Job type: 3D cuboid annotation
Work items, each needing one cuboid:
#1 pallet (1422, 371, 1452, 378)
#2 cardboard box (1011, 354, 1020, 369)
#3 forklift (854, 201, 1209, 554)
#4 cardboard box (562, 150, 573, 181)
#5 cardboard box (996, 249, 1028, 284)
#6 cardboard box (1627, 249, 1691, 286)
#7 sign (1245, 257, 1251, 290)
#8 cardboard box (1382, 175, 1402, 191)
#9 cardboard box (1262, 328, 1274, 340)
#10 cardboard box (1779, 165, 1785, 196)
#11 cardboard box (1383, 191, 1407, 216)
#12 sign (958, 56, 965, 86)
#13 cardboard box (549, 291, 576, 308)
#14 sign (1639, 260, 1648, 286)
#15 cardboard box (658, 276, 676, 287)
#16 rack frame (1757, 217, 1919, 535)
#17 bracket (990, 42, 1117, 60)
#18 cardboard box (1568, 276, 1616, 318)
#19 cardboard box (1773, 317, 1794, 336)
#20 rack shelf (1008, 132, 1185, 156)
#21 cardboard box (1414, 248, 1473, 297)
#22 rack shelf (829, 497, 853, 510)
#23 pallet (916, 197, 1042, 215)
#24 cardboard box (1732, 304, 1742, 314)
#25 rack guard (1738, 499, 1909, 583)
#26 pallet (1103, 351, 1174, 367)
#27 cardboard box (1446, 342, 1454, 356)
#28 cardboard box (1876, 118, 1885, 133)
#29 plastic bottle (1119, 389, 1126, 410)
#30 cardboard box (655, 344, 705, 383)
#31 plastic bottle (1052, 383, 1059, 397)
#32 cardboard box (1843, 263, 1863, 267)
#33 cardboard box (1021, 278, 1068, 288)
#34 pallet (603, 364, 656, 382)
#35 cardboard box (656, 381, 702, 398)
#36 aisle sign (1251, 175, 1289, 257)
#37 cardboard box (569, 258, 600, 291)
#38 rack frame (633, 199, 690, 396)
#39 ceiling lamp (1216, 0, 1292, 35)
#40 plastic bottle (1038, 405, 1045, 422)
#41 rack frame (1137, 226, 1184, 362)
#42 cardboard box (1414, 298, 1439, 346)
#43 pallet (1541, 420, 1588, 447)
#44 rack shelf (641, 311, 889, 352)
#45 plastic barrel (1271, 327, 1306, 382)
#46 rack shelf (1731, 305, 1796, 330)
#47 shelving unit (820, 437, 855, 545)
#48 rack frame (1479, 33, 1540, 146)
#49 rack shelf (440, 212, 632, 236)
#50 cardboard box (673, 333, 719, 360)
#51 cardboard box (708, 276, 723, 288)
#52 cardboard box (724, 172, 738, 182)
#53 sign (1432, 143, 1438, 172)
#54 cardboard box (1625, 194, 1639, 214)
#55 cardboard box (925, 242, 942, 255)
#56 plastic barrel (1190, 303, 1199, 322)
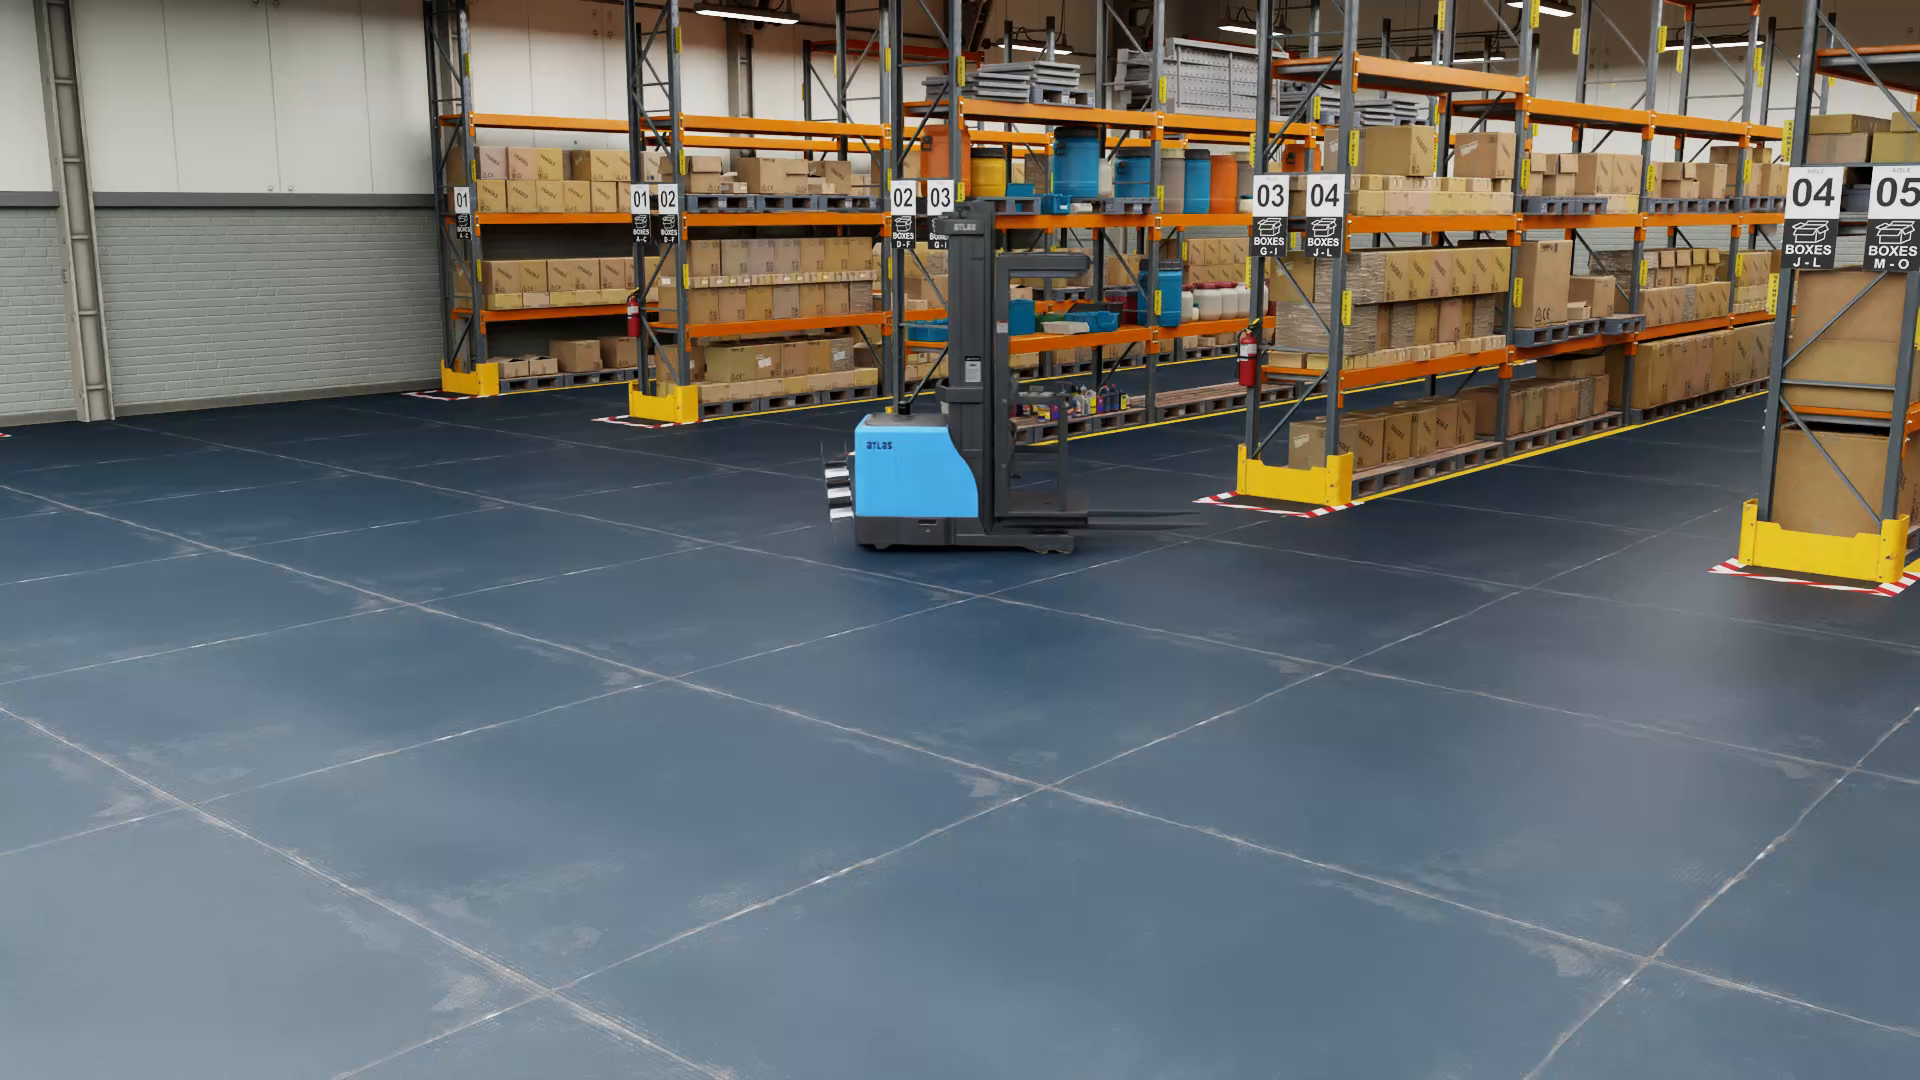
[{"bbox_3d":[7.980,-3.039,29.389,1.003,0.211,1.213,10,15,40],"label":"pallet"},{"bbox_3d":[0.664,-3.018,28.112,0.500,0.250,0.500,10,15,40],"label":"cardboard box"},{"bbox_3d":[0.629,-1.422,14.347,3.031,2.935,1.130,1,11,3],"label":"forklift"},{"bbox_3d":[-6.719,-6.151,27.329,0.500,0.500,0.500,10,15,40],"label":"cardboard box"},{"bbox_3d":[0.939,-5.906,35.856,0.980,0.700,0.700,9,15,39],"label":"cardboard box"},{"bbox_3d":[9.969,-3.906,23.793,0.797,0.503,0.637,10,15,42],"label":"cardboard box"},{"bbox_3d":[2.920,-2.685,16.733,0.100,0.325,0.005,10,15,40],"label":"sign"},{"bbox_3d":[4.230,-3.601,16.787,0.380,0.149,0.250,11,15,43],"label":"cardboard box"},{"bbox_3d":[6.272,-4.401,34.346,0.500,0.500,0.500,10,15,40],"label":"cardboard box"},{"bbox_3d":[12.815,-5.784,26.768,0.700,0.500,0.500,9,14,37],"label":"cardboard box"},{"bbox_3d":[4.171,-3.399,16.796,0.500,0.250,0.500,9,15,39],"label":"cardboard box"},{"bbox_3d":[0.013,-5.296,18.783,0.100,0.325,0.005,10,15,40],"label":"sign"},{"bbox_3d":[-6.606,-3.928,27.052,0.500,0.250,0.500,9,15,39],"label":"cardboard box"},{"bbox_3d":[9.018,-3.525,21.946,0.100,0.325,0.005,10,15,40],"label":"sign"},{"bbox_3d":[-4.006,-3.617,23.250,0.380,0.149,0.250,9,15,39],"label":"cardboard box"},{"bbox_3d":[6.983,-1.231,13.218,1.000,3.000,0.127,10,15,40],"label":"rack frame"},{"bbox_3d":[2.136,-10.890,37.071,0.076,0.066,4.783,10,15,40],"label":"bracket"},{"bbox_3d":[7.984,-3.140,21.446,0.500,0.500,0.700,-9,15,-39],"label":"cardboard box"},{"bbox_3d":[13.523,-3.301,27.933,0.875,0.875,0.875,10,15,40],"label":"cardboard box"},{"bbox_3d":[2.486,-7.033,29.807,1.077,0.370,4.000,10,15,40],"label":"rack shelf"},{"bbox_3d":[5.214,-2.912,18.066,0.500,0.500,0.500,10,15,40],"label":"cardboard box"},{"bbox_3d":[-1.048,-0.311,14.553,0.200,0.077,0.258,-7,12,-6],"label":"rack shelf"},{"bbox_3d":[0.222,-4.015,19.980,1.003,0.211,1.213,10,15,40],"label":"pallet"},{"bbox_3d":[11.690,-3.530,25.370,0.380,0.149,0.250,10,15,40],"label":"cardboard box"},{"bbox_3d":[6.967,-0.002,13.445,1.175,0.500,0.348,10,15,40],"label":"rack guard"},{"bbox_3d":[3.297,-3.442,31.408,1.003,0.211,1.213,10,15,40],"label":"pallet"},{"bbox_3d":[5.180,-2.106,18.237,0.380,0.149,0.250,10,15,40],"label":"cardboard box"},{"bbox_3d":[7.455,-3.431,13.851,0.380,0.149,0.250,10,15,41],"label":"cardboard box"},{"bbox_3d":[2.174,-1.887,22.311,0.061,0.283,0.133,11,16,43],"label":"plastic bottle"},{"bbox_3d":[-3.985,-2.512,23.661,0.500,0.500,0.500,10,15,40],"label":"cardboard box"},{"bbox_3d":[1.274,-1.940,22.407,0.144,0.351,0.185,9,14,38],"label":"plastic bottle"},{"bbox_3d":[8.274,-2.137,14.610,0.875,0.550,0.500,10,15,40],"label":"cardboard box"},{"bbox_3d":[1.496,-4.708,29.298,0.700,0.500,0.500,4,12,21],"label":"cardboard box"},{"bbox_3d":[-5.615,-2.927,28.825,1.003,0.211,1.213,10,15,40],"label":"pallet"},{"bbox_3d":[-3.983,-2.144,23.733,0.500,0.250,0.500,10,15,40],"label":"cardboard box"},{"bbox_3d":[3.057,-3.192,16.397,0.394,0.787,0.004,10,15,40],"label":"aisle sign"},{"bbox_3d":[-6.287,-4.368,27.341,0.500,0.500,0.500,10,15,42],"label":"cardboard box"},{"bbox_3d":[-4.115,-3.169,22.919,1.000,3.000,0.127,10,15,40],"label":"rack frame"},{"bbox_3d":[5.282,-10.266,28.232,0.800,3.185,2.000,10,15,40],"label":"ceiling lamp"},{"bbox_3d":[1.034,-1.632,21.067,0.097,0.271,0.097,0,11,0],"label":"plastic bottle"},{"bbox_3d":[3.806,-4.934,31.758,1.000,3.000,0.127,10,15,40],"label":"rack frame"},{"bbox_3d":[4.648,-2.389,17.999,0.875,0.500,0.500,10,15,40],"label":"cardboard box"},{"bbox_3d":[7.282,-1.404,21.200,1.003,0.211,1.213,10,15,40],"label":"pallet"},{"bbox_3d":[-2.795,-3.110,24.462,1.077,0.370,4.000,10,15,40],"label":"rack shelf"},{"bbox_3d":[5.194,-2.921,26.145,0.600,0.830,0.708,10,15,40],"label":"plastic barrel"},{"bbox_3d":[12.565,-3.595,26.886,1.077,0.370,4.000,10,15,40],"label":"rack shelf"},{"bbox_3d":[-1.061,-0.431,14.528,0.210,0.900,0.258,-7,12,-6],"label":"shelving unit"},{"bbox_3d":[10.165,-7.824,30.908,1.000,3.000,0.127,10,15,40],"label":"rack frame"},{"bbox_3d":[-6.519,-5.221,27.372,1.077,0.370,4.000,10,15,40],"label":"rack shelf"},{"bbox_3d":[-4.725,-3.498,29.824,0.700,0.500,0.500,10,15,42],"label":"cardboard box"},{"bbox_3d":[-3.522,-3.605,23.191,0.380,0.149,0.250,9,15,39],"label":"cardboard box"},{"bbox_3d":[-3.186,-5.156,24.007,0.500,0.311,0.500,-10,15,-41],"label":"cardboard box"},{"bbox_3d":[5.545,-4.465,19.423,0.100,0.325,0.005,10,15,40],"label":"sign"},{"bbox_3d":[8.475,-4.360,21.608,0.500,0.250,0.500,10,15,40],"label":"cardboard box"},{"bbox_3d":[-0.715,-5.896,33.592,0.500,0.250,0.500,10,15,41],"label":"cardboard box"},{"bbox_3d":[3.232,-3.224,23.545,0.301,0.262,0.301,0,11,0],"label":"plastic barrel"}]
